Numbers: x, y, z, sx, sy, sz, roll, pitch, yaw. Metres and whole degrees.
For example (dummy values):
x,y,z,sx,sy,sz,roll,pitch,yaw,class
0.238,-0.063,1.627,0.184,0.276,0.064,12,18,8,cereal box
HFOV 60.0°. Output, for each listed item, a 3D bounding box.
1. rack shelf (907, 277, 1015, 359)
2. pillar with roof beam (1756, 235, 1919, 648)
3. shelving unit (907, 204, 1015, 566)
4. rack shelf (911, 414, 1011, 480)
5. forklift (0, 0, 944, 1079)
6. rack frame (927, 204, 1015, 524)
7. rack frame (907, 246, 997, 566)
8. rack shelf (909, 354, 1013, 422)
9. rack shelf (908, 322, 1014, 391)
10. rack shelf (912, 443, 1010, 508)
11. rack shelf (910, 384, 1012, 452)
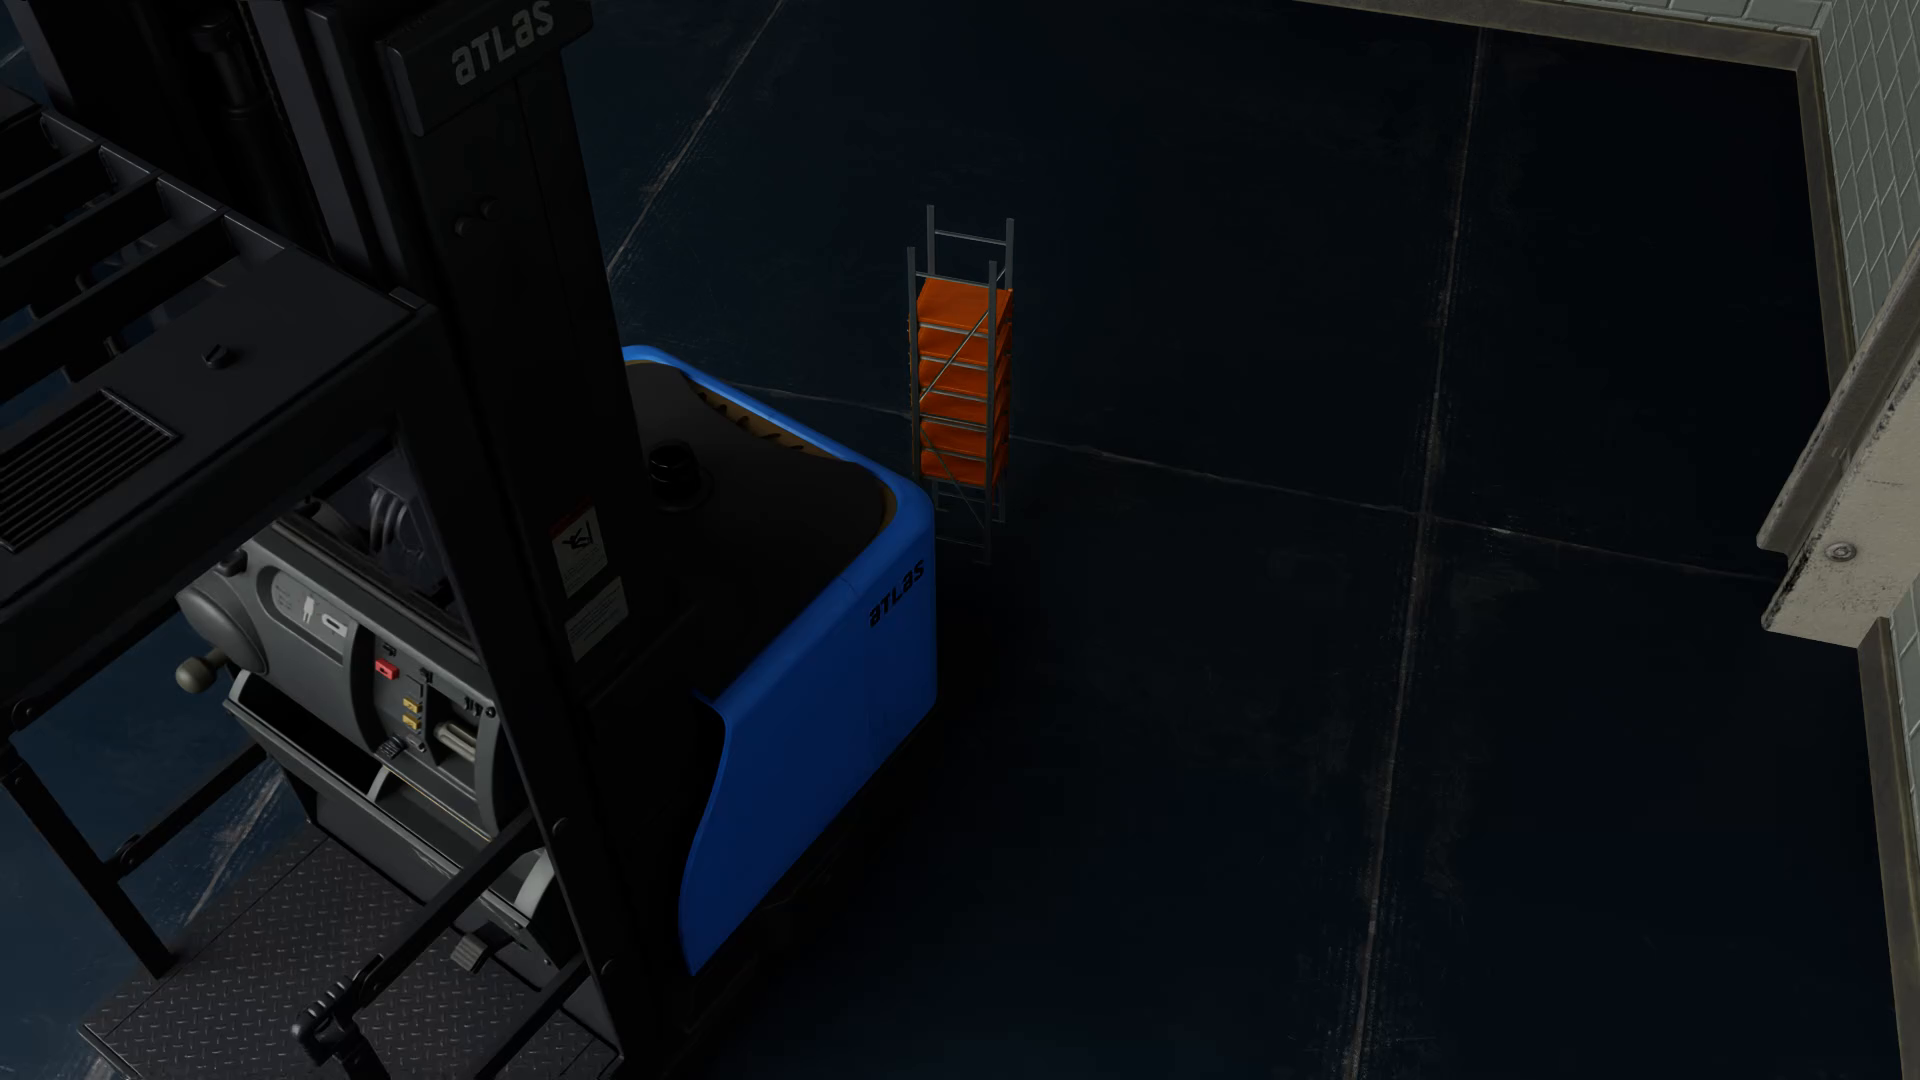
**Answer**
x,y,z,sx,sy,sz,roll,pitch,yaw,class
0.004,-0.616,4.573,0.258,0.103,0.180,12,50,10,rack shelf
-1.534,-3.671,2.488,9.100,9.000,0.400,12,50,10,pillar with roof beam
0.004,-0.407,4.809,0.258,1.200,0.189,12,50,10,shelving unit
0.004,-0.299,4.933,0.258,0.103,0.180,12,50,10,rack shelf
-1.309,0.322,3.011,1.130,2.935,3.031,28,54,23,forklift
0.028,-0.474,4.868,0.240,1.200,0.006,12,50,10,rack frame
-0.020,-0.341,4.751,0.240,1.200,0.006,12,50,10,rack frame
0.004,-0.457,4.753,0.258,0.103,0.180,12,50,10,rack shelf
0.004,-0.537,4.663,0.258,0.103,0.180,12,50,10,rack shelf
0.004,-0.219,5.023,0.258,0.103,0.180,12,50,10,rack shelf
0.004,-0.378,4.843,0.258,0.103,0.180,12,50,10,rack shelf
